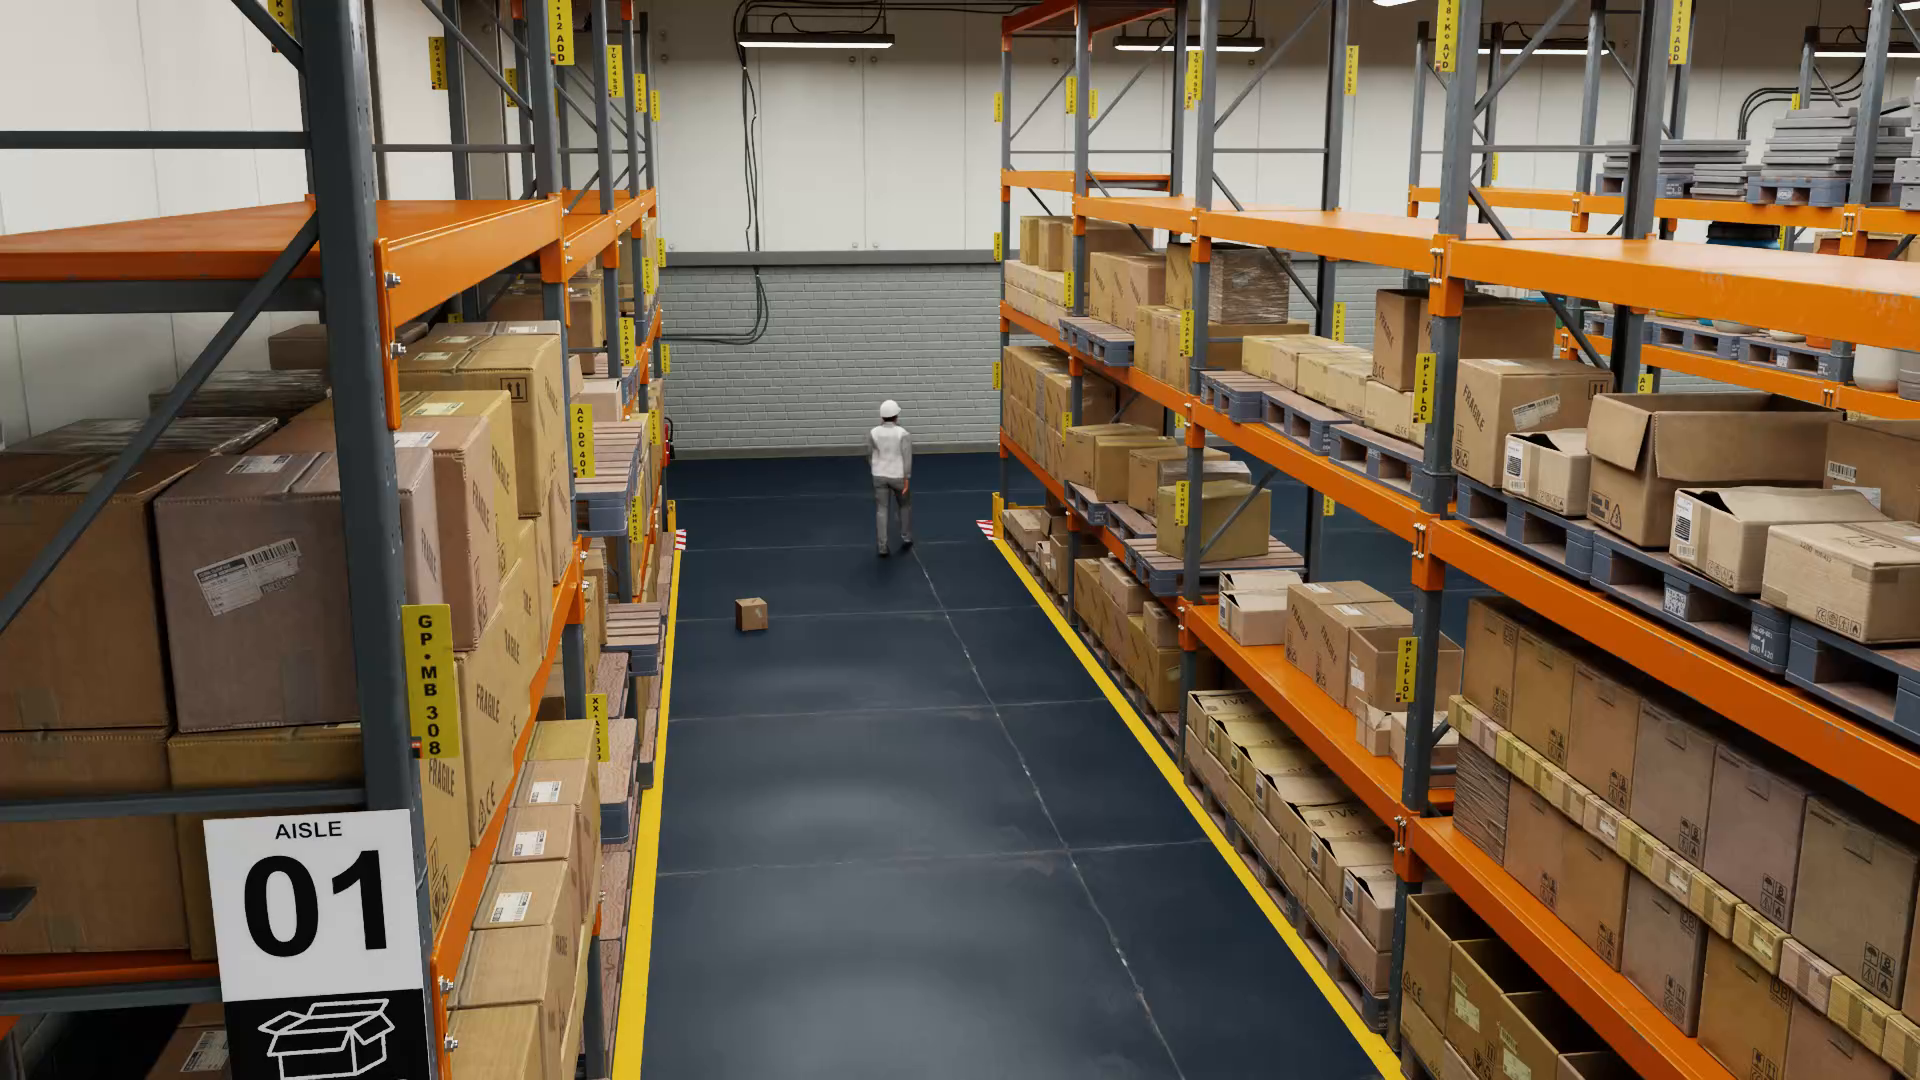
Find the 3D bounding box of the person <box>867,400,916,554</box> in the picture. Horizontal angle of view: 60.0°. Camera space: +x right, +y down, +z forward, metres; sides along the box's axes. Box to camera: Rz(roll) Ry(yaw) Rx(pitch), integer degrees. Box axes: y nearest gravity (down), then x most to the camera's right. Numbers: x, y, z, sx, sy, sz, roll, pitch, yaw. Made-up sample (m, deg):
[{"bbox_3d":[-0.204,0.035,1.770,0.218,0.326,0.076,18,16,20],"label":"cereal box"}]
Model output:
[{"bbox_3d":[-0.781,-0.757,19.147,0.551,1.753,0.897,2,13,10],"label":"person"}]
